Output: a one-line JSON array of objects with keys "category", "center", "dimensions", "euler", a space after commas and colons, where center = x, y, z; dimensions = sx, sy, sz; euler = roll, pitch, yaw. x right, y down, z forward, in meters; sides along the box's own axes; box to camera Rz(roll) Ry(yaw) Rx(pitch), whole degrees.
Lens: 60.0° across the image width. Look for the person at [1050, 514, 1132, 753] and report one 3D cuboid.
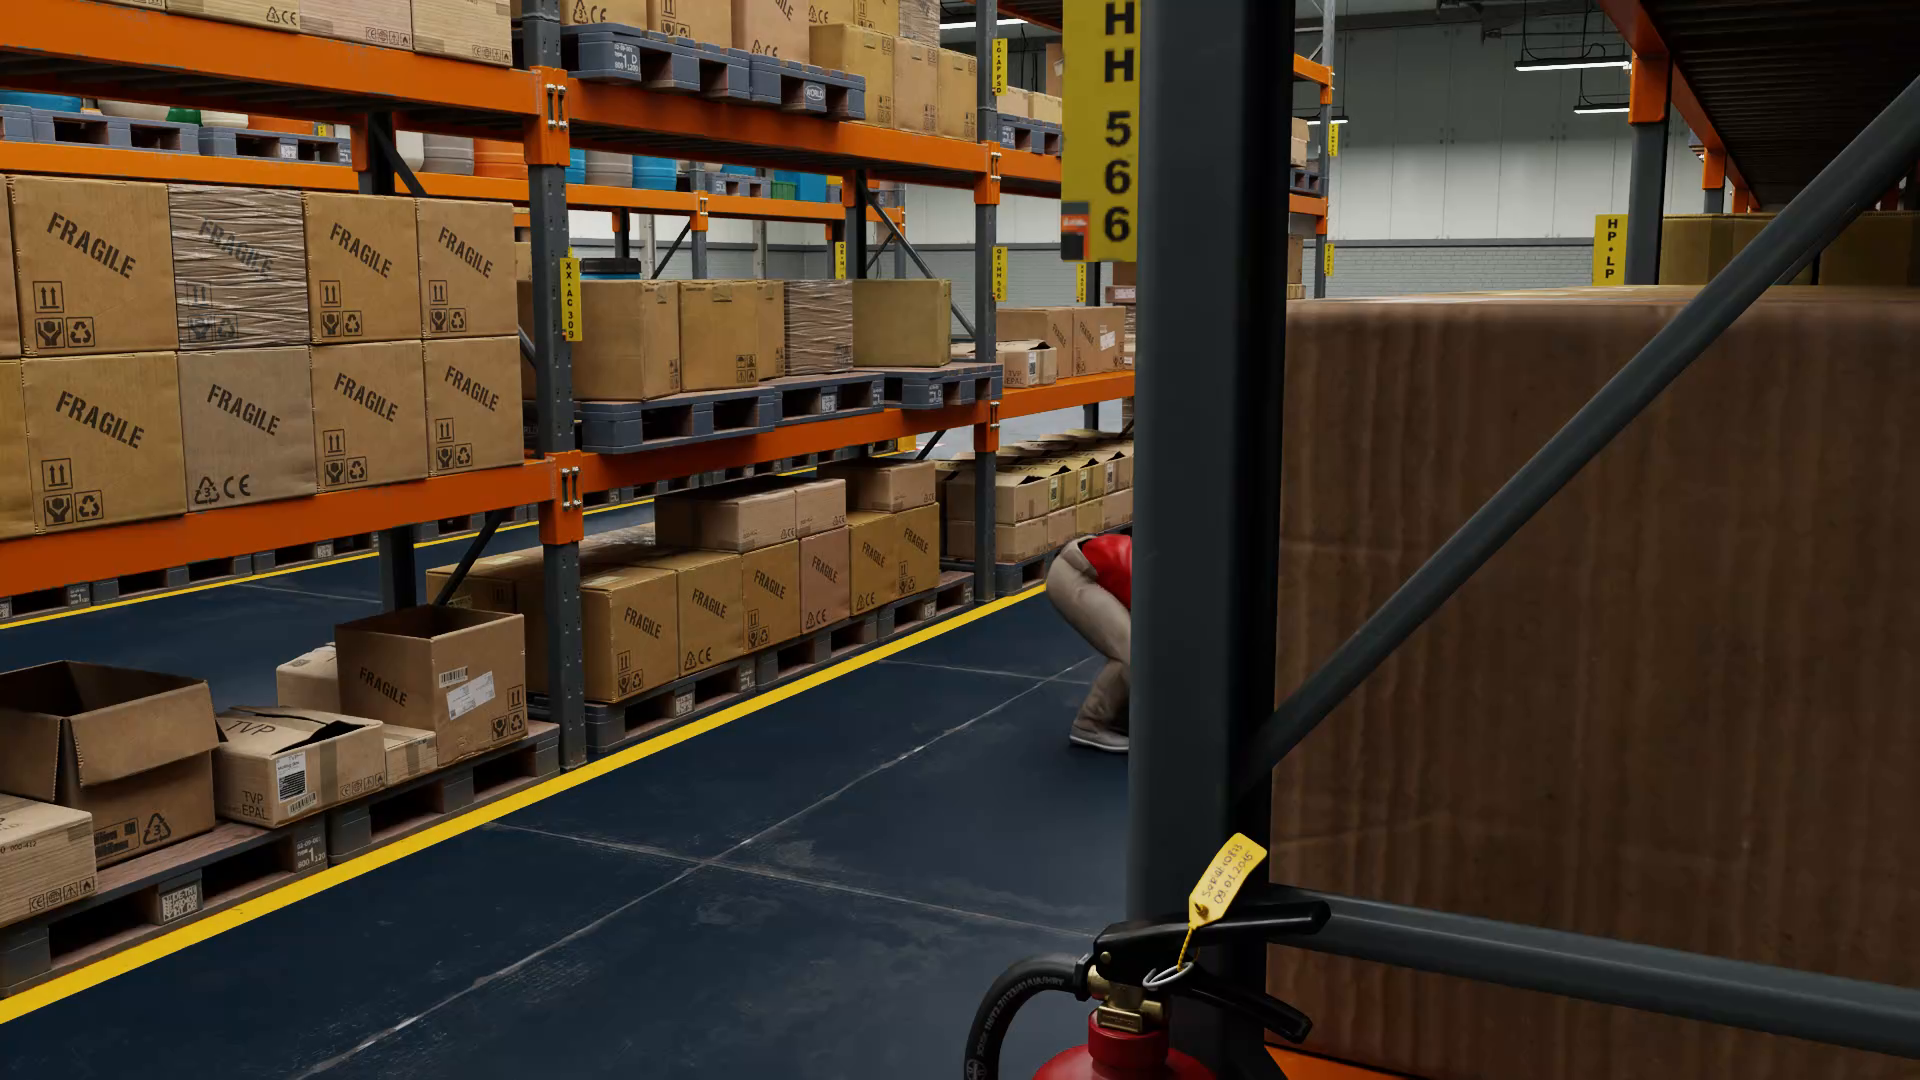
[{"category": "person", "center": [0.873, 0.399, 7.187], "dimensions": [0.962, 1.014, 0.521], "euler": [4, 10, 23]}]
